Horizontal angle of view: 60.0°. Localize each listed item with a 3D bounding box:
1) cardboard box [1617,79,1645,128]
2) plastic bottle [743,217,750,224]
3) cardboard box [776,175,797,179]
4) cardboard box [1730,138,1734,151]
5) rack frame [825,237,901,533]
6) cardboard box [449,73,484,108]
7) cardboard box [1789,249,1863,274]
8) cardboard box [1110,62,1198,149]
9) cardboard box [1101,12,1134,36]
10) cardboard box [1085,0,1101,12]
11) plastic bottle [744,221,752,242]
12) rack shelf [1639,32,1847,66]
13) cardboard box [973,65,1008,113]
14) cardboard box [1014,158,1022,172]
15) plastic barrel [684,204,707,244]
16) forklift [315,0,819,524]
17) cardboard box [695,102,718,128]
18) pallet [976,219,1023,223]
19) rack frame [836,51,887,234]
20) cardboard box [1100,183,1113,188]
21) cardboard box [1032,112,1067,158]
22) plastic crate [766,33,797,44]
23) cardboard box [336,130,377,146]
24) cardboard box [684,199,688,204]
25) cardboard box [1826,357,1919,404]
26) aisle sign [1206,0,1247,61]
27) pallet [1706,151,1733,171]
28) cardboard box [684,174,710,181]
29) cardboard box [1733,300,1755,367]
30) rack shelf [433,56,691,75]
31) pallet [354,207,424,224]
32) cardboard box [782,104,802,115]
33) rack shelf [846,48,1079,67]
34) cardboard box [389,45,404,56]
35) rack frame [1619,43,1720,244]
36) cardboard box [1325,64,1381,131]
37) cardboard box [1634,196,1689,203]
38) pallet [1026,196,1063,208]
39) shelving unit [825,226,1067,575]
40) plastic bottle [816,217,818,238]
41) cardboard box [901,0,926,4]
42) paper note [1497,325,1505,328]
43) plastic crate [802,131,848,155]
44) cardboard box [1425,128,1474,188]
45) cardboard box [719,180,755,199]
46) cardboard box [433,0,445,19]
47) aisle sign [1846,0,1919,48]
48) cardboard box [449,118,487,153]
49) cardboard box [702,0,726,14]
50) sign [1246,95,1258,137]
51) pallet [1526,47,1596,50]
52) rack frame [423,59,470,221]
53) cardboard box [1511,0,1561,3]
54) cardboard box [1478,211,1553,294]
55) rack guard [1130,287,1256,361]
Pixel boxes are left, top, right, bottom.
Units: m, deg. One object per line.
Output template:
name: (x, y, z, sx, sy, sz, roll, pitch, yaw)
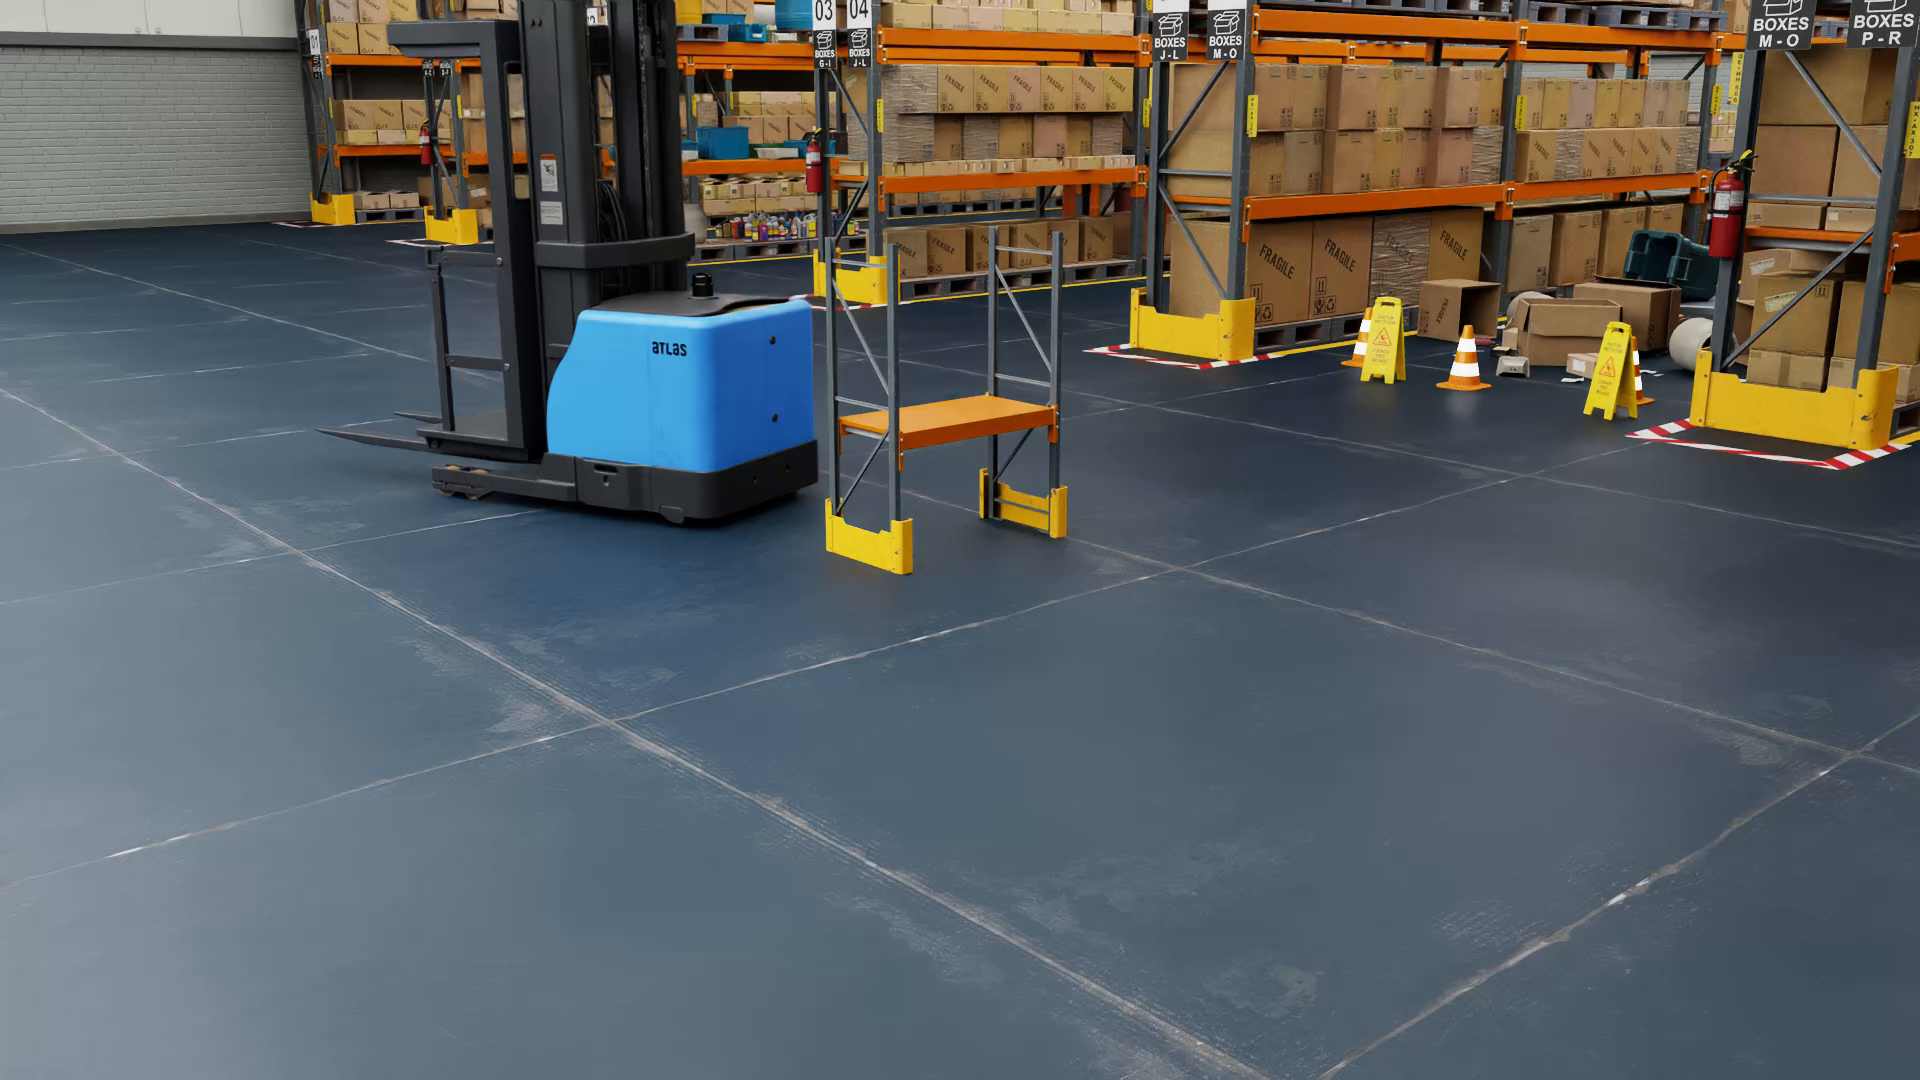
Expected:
cardboard box: (6.922, -4.714, 17.954, 0.500, 0.500, 0.700, -13, 20, -40)
plastic bottle: (-3.022, -4.376, 23.244, 0.135, 0.276, 0.152, -13, 20, -41)
cardboard box: (-3.011, -6.279, 29.372, 0.500, 0.311, 0.500, -13, 20, -41)
cardboard box: (8.910, -4.639, 19.478, 0.250, 0.149, 0.380, -11, 19, -37)
rack frame: (-0.448, -0.624, 7.680, 0.032, 1.500, 0.500, -13, 19, -39)
cardboard box: (-7.280, -6.747, 24.990, 0.500, 0.500, 0.700, -13, 19, -39)
cardboard box: (5.990, -1.940, 11.505, 0.250, 0.149, 0.380, -12, 19, -38)
cardboard box: (2.528, -5.335, 20.434, 1.000, 1.000, 1.000, -12, 19, -39)
cardboard box: (1.664, -5.984, 19.317, 0.500, 0.250, 0.500, -12, 19, -37)
cardboard box: (1.387, -6.106, 19.003, 0.250, 0.149, 0.380, -14, 20, -42)
plastic bottle: (-2.860, -4.162, 22.455, 0.097, 0.271, 0.097, 0, 15, 0)
rack shelf: (9.543, -5.870, 19.996, 4.000, 0.370, 1.077, -13, 19, -39)
cardboard box: (0.171, -4.941, 18.227, 0.500, 0.500, 0.500, -13, 19, -39)
cardboard box: (0.487, -4.241, 18.802, 0.250, 0.149, 0.380, -13, 19, -39)
plastic barrel: (-3.608, -4.234, 22.295, 0.421, 0.512, 0.421, 0, 15, 0)
forklift: (-2.326, -1.747, 9.109, 3.031, 2.935, 1.130, 8, 17, 27)
cardboard box: (-5.248, -8.485, 33.156, 0.700, 0.500, 0.500, 13, 20, 40)
pallet: (0.993, -4.906, 26.207, 1.213, 0.211, 1.003, -13, 19, -39)
rack frame: (-1.415, -5.699, 23.774, 0.127, 3.000, 1.000, -13, 19, -39)
cardboard box: (2.786, -7.345, 33.921, 0.637, 0.503, 0.797, -13, 19, -39)
cardboard box: (0.745, -4.681, 19.190, 0.500, 0.500, 0.875, -13, 19, -39)
plastic crate: (-2.360, -6.670, 22.108, 0.396, 0.136, 0.243, -13, 19, -39)
cardboard box: (-10.359, -6.908, 28.552, 0.500, 0.250, 0.500, -13, 20, -41)
cardboard box: (-4.541, -5.665, 28.161, 0.500, 0.250, 0.500, -13, 20, -40)
cardboard box: (6.115, -1.085, 11.015, 0.500, 0.250, 0.500, -13, 20, -40)
aisle sign: (2.142, -4.260, 13.349, 0.004, 0.787, 0.394, -13, 19, -39)
pallet: (8.502, -4.479, 19.576, 1.003, 0.211, 1.213, -13, 19, -39)
cardboard box: (-5.409, -7.178, 33.302, 0.500, 0.500, 0.700, -12, 19, -39)
cardboard box: (6.640, -1.683, 13.576, 0.500, 0.500, 0.500, 0, 15, -1)
rack shelf: (-6.172, -7.427, 25.824, 4.000, 0.370, 1.077, -13, 19, -39)
pallet: (-10.242, -5.747, 29.355, 1.213, 0.211, 1.003, -13, 19, -39)
cardboard box: (-3.590, -8.710, 34.238, 0.500, 0.500, 0.500, -13, 20, -40)
rack shelf: (0.094, -7.140, 24.748, 4.000, 0.370, 1.077, -13, 19, -39)
cardboard box: (-9.701, -8.638, 28.732, 0.500, 0.500, 0.500, -12, 19, -37)
rack frame: (8.034, -4.430, 19.022, 0.127, 3.000, 1.000, -13, 19, -39)
cardboard box: (3.170, -3.904, 14.669, 0.550, 0.550, 0.875, -13, 19, -39)
cardboard box: (8.378, -3.954, 19.818, 0.500, 0.250, 0.500, -13, 20, -41)
pallet: (1.890, -6.788, 33.255, 1.213, 0.211, 1.003, -13, 19, -39)
shelving unit: (-0.058, -0.712, 8.008, 1.083, 1.500, 0.587, -13, 19, -39)
plastic bottle: (-1.952, -4.366, 23.194, 0.133, 0.283, 0.061, -11, 19, -36)
cardboard box: (-0.562, -5.653, 17.308, 0.250, 0.149, 0.380, -12, 19, -38)
paper note: (5.104, -2.028, 15.782, 0.147, 0.020, 0.142, 2, 15, 9)
plastic crate: (-1.893, -5.605, 23.543, 0.504, 0.338, 0.767, -13, 19, -39)
cardboard box: (4.346, -3.662, 15.858, 0.550, 0.550, 0.875, -13, 19, -39)
cardboard box: (-3.807, -5.915, 28.009, 0.500, 0.311, 0.500, -13, 20, -40)
cardboard box: (-8.912, -9.295, 29.253, 0.500, 0.500, 0.500, -14, 20, -41)
aisle sign: (5.481, -3.313, 9.804, 0.004, 0.787, 0.394, -13, 19, -39)
cardboard box: (-7.320, -6.111, 25.123, 0.500, 0.500, 0.700, -13, 19, -39)
cardboard box: (-4.172, -8.703, 27.230, 0.500, 0.500, 0.500, -12, 19, -39)
sign: (2.359, -3.422, 13.418, 0.005, 0.325, 0.100, -13, 19, -39)
pallet: (9.416, -7.839, 26.143, 1.213, 0.211, 1.003, -13, 19, -39)
rack frame: (-7.681, -5.987, 24.850, 0.127, 3.000, 1.000, -13, 19, -39)
cardboard box: (5.803, -5.632, 16.993, 0.500, 0.250, 0.500, -13, 20, -40)
cardboard box: (5.426, -2.991, 17.180, 0.750, 0.750, 1.050, -13, 20, -40)
rack guard: (1.981, -1.863, 14.255, 0.348, 0.500, 1.175, -13, 19, -39)
